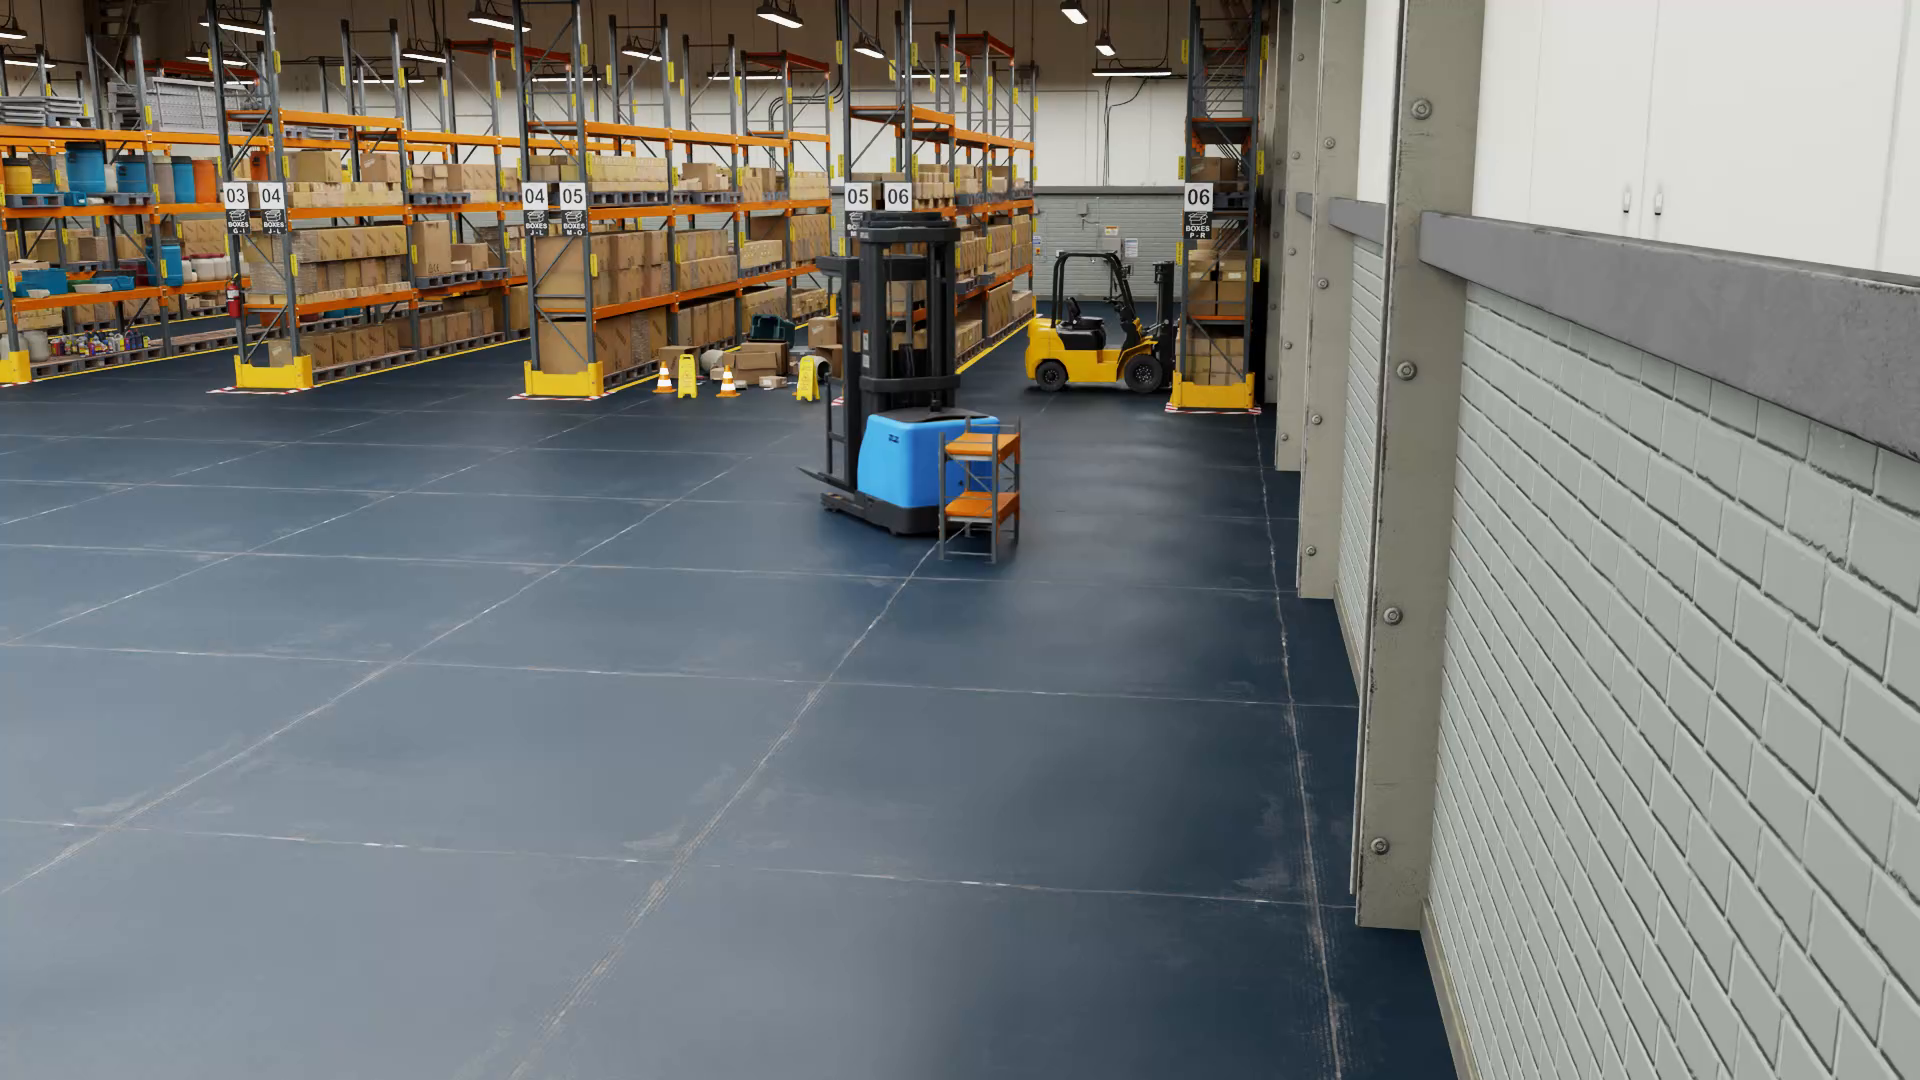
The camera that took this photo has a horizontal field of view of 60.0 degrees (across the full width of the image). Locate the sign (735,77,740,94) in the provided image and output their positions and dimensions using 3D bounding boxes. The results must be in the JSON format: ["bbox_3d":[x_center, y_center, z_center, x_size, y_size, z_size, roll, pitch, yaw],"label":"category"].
[{"bbox_3d":[-4.329,-8.844,32.334,0.100,0.325,0.005,2,12,9],"label":"sign"}]

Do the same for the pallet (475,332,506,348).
[{"bbox_3d":[-9.885,-4.050,33.544,1.003,0.211,1.213,2,12,9],"label":"pallet"}]

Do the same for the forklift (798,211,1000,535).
[{"bbox_3d":[-0.740,-1.745,16.389,1.130,2.935,3.031,-6,14,-27],"label":"forklift"}]

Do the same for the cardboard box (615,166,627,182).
[{"bbox_3d":[-5.627,-5.825,26.453,0.500,0.250,0.500,2,12,8],"label":"cardboard box"}]

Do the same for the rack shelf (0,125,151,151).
[{"bbox_3d":[-15.580,-6.873,28.439,1.077,0.370,4.000,2,12,9],"label":"rack shelf"}]

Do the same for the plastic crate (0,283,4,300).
[{"bbox_3d":[-16.106,-4.113,27.566,0.499,0.251,0.616,2,12,9],"label":"plastic crate"}]

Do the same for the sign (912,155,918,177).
[{"bbox_3d":[-0.665,-5.466,24.298,0.100,0.325,0.005,2,12,9],"label":"sign"}]

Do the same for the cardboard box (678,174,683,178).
[{"bbox_3d":[-5.363,-6.717,31.154,0.500,0.311,0.500,2,12,8],"label":"cardboard box"}]

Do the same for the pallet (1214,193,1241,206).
[{"bbox_3d":[4.749,-6.092,29.726,1.003,0.211,1.213,2,12,11],"label":"pallet"}]

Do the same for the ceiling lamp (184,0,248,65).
[{"bbox_3d":[-16.395,-12.255,36.898,0.800,3.185,2.000,2,12,9],"label":"ceiling lamp"}]

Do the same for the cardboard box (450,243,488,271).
[{"bbox_3d":[-9.794,-5.597,32.868,0.700,0.500,0.500,4,13,17],"label":"cardboard box"}]

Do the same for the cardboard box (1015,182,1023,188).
[{"bbox_3d":[1.294,-8.332,39.032,0.380,0.149,0.250,1,12,4],"label":"cardboard box"}]

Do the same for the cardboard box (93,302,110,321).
[{"bbox_3d":[-19.124,-5.086,36.618,0.500,0.500,0.500,1,12,7],"label":"cardboard box"}]

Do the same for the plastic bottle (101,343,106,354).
[{"bbox_3d":[-15.218,-3.399,29.498,0.097,0.201,0.097,0,12,0],"label":"plastic bottle"}]

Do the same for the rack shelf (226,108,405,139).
[{"bbox_3d":[-10.686,-6.907,27.653,1.077,0.370,4.000,2,12,9],"label":"rack shelf"}]

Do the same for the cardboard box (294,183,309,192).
[{"bbox_3d":[-10.587,-5.599,26.402,0.380,0.149,0.250,2,12,10],"label":"cardboard box"}]

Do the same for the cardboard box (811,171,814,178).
[{"bbox_3d":[-3.636,-8.548,38.896,0.380,0.149,0.250,2,12,10],"label":"cardboard box"}]

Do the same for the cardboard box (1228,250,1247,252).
[{"bbox_3d":[4.568,-4.698,27.444,0.380,0.149,0.250,2,12,9],"label":"cardboard box"}]

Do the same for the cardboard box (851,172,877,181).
[{"bbox_3d":[-1.441,-5.403,24.785,0.380,0.149,0.250,2,12,9],"label":"cardboard box"}]

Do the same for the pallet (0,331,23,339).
[{"bbox_3d":[-19.906,-4.112,33.827,1.003,0.211,1.213,2,12,9],"label":"pallet"}]

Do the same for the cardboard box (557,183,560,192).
[{"bbox_3d":[-6.352,-5.459,25.705,0.380,0.149,0.250,2,12,9],"label":"cardboard box"}]

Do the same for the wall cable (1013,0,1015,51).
[{"bbox_3d":[0.326,-14.029,44.745,2.355,3.000,0.029,2,12,9],"label":"wall cable"}]

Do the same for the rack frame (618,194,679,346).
[{"bbox_3d":[-5.493,-4.562,29.297,1.000,3.000,0.127,2,12,9],"label":"rack frame"}]

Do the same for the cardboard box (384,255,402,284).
[{"bbox_3d":[-10.509,-4.846,29.674,0.875,0.500,0.500,2,12,9],"label":"cardboard box"}]

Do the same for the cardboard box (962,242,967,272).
[{"bbox_3d":[-0.154,-5.015,29.458,0.500,0.500,0.500,2,12,9],"label":"cardboard box"}]

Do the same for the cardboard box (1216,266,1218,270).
[{"bbox_3d":[4.142,-4.544,28.384,0.500,0.250,0.500,2,12,7],"label":"cardboard box"}]

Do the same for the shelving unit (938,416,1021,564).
[{"bbox_3d":[0.185,-0.460,14.715,0.538,1.125,1.048,3,12,12],"label":"shelving unit"}]

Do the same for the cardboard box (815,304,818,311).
[{"bbox_3d":[-3.590,-5.539,39.603,0.380,0.149,0.250,1,12,6],"label":"cardboard box"}]

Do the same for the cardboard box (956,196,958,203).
[{"bbox_3d":[-0.178,-6.453,30.710,0.797,0.503,0.637,2,12,9],"label":"cardboard box"}]

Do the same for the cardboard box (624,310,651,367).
[{"bbox_3d":[-5.794,-3.412,28.009,0.875,0.875,0.875,2,12,9],"label":"cardboard box"}]

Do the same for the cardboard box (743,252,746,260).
[{"bbox_3d":[-4.565,-5.773,33.811,0.380,0.149,0.250,2,12,11],"label":"cardboard box"}]

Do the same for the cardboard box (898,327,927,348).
[{"bbox_3d":[-0.725,-3.090,26.220,0.500,0.500,0.500,1,12,7],"label":"cardboard box"}]

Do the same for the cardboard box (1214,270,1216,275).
[{"bbox_3d":[3.781,-4.194,25.813,0.380,0.149,0.250,2,12,8],"label":"cardboard box"}]

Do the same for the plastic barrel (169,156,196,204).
[{"bbox_3d":[-15.208,-7.001,32.304,0.600,0.901,0.708,2,12,9],"label":"plastic barrel"}]

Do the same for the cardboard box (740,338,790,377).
[{"bbox_3d":[-3.297,-3.078,28.018,0.797,0.637,0.503,2,12,9],"label":"cardboard box"}]

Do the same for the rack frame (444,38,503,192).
[{"bbox_3d":[-9.763,-8.509,33.372,1.000,3.000,0.127,2,12,9],"label":"rack frame"}]

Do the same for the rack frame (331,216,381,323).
[{"bbox_3d":[-14.042,-6.569,38.613,1.000,3.000,0.127,2,12,9],"label":"rack frame"}]

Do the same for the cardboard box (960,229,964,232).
[{"bbox_3d":[-0.150,-5.909,32.937,0.500,0.500,0.500,2,12,7],"label":"cardboard box"}]

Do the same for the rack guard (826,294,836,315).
[{"bbox_3d":[-3.659,-5.822,41.079,1.175,0.500,0.348,2,12,9],"label":"rack guard"}]

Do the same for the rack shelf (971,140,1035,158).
[{"bbox_3d":[0.952,-8.890,37.796,1.077,0.370,4.000,2,12,9],"label":"rack shelf"}]

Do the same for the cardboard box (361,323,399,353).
[{"bbox_3d":[-10.479,-3.645,29.980,0.500,0.500,0.500,1,12,7],"label":"cardboard box"}]

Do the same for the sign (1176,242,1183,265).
[{"bbox_3d":[3.170,-4.132,23.993,0.100,0.325,0.005,2,12,9],"label":"sign"}]

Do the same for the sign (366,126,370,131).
[{"bbox_3d":[-13.499,-9.382,37.918,0.100,0.325,0.005,2,12,9],"label":"sign"}]

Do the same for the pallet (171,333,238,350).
[{"bbox_3d":[-15.005,-3.960,33.125,1.003,0.211,1.213,2,12,9],"label":"pallet"}]

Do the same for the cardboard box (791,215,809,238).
[{"bbox_3d":[-3.780,-7.209,38.262,0.500,0.500,0.500,2,12,10],"label":"cardboard box"}]

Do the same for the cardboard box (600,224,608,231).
[{"bbox_3d":[-8.950,-7.485,40.731,0.500,0.500,0.500,2,12,7],"label":"cardboard box"}]

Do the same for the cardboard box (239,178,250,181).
[{"bbox_3d":[-18.224,-8.981,41.854,0.500,0.250,0.500,2,12,9],"label":"cardboard box"}]

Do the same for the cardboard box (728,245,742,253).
[{"bbox_3d":[-4.615,-5.859,33.502,0.380,0.149,0.250,2,12,9],"label":"cardboard box"}]

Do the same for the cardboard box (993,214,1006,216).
[{"bbox_3d":[0.961,-7.653,39.493,0.380,0.149,0.250,2,12,10],"label":"cardboard box"}]

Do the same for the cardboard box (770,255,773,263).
[{"bbox_3d":[-4.247,-6.062,35.860,0.380,0.149,0.250,1,12,6],"label":"cardboard box"}]

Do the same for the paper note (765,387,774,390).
[{"bbox_3d":[-3.023,-2.400,26.312,0.148,0.019,0.142,-2,12,-11],"label":"paper note"}]

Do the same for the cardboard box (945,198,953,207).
[{"bbox_3d":[-0.333,-5.690,28.010,0.380,0.149,0.250,2,12,9],"label":"cardboard box"}]

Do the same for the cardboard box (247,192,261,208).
[{"bbox_3d":[-11.170,-5.412,26.481,0.500,0.250,0.500,2,12,10],"label":"cardboard box"}]
